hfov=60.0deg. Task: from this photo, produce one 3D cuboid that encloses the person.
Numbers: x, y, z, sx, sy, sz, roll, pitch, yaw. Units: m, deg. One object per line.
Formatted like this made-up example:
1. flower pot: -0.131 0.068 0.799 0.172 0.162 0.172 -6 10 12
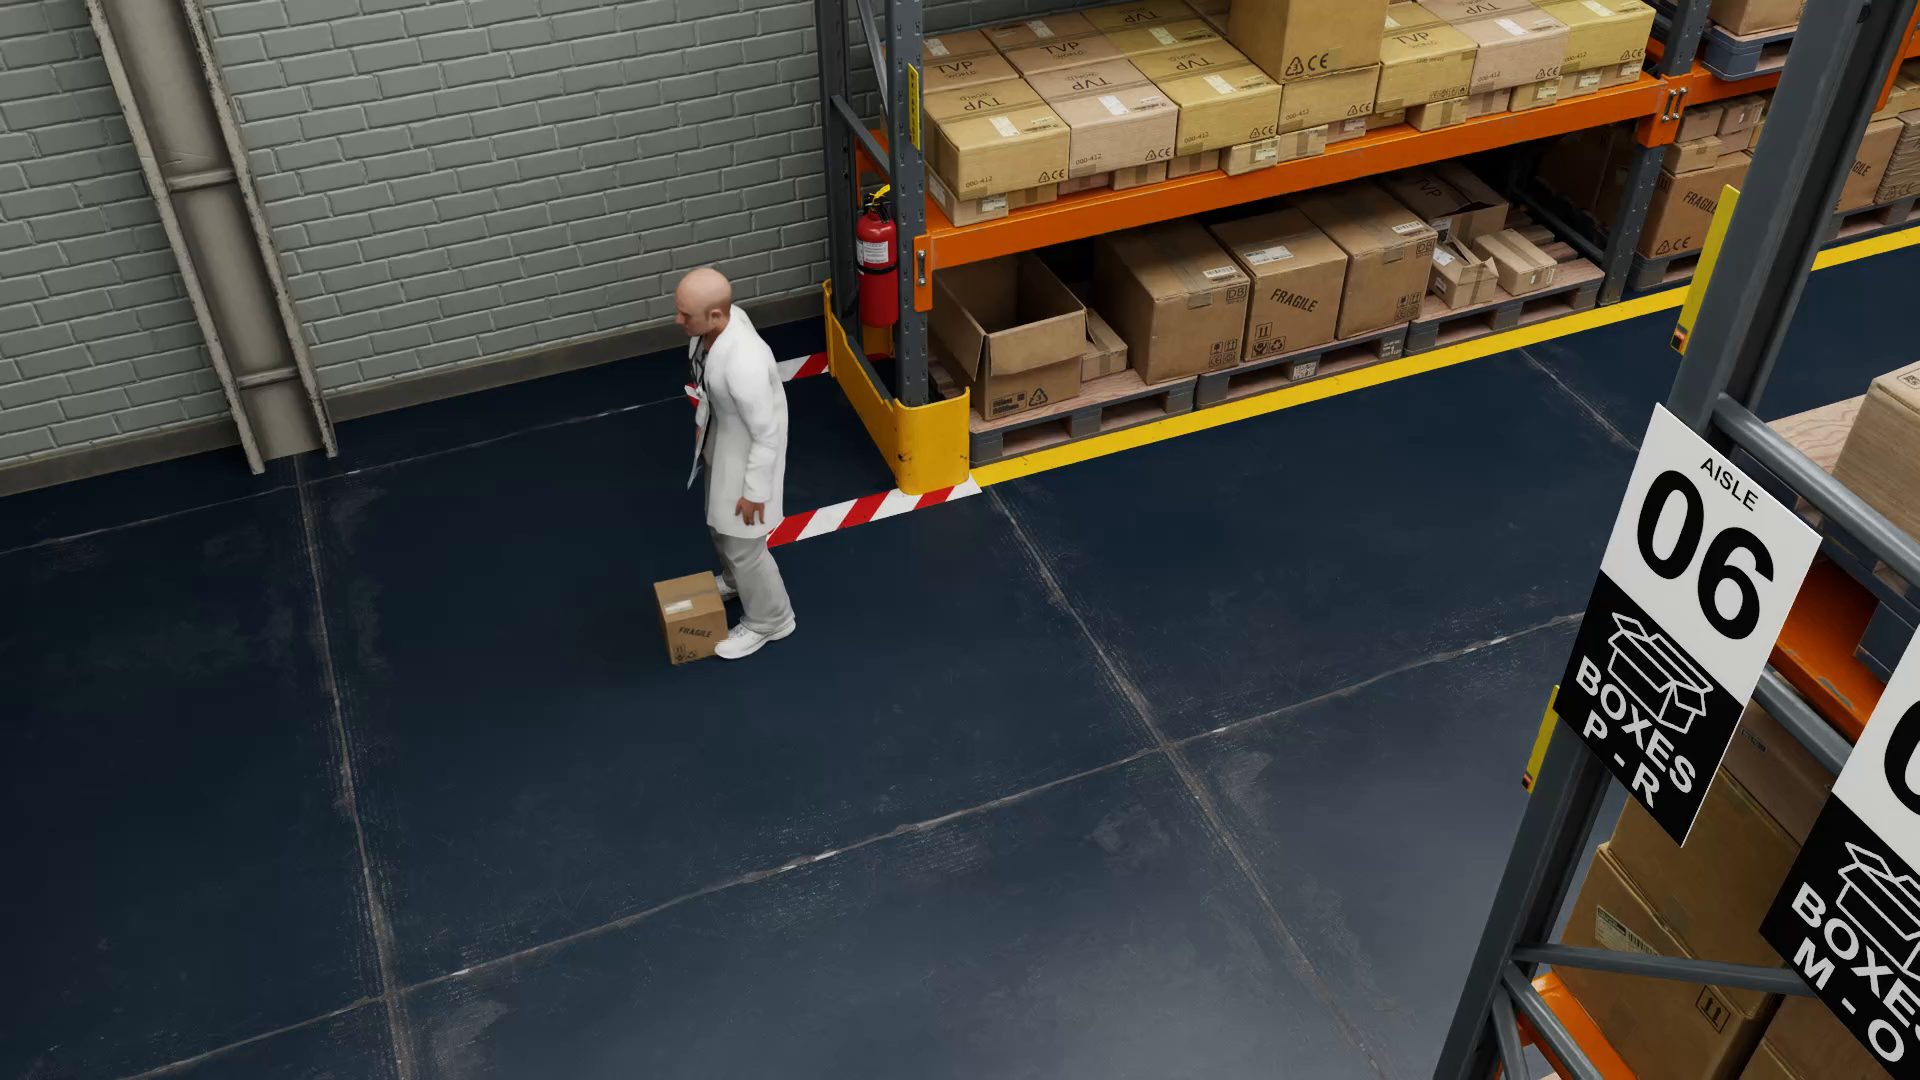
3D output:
1. person: -0.887 -0.315 6.532 0.428 1.772 0.638 -17 44 -18
